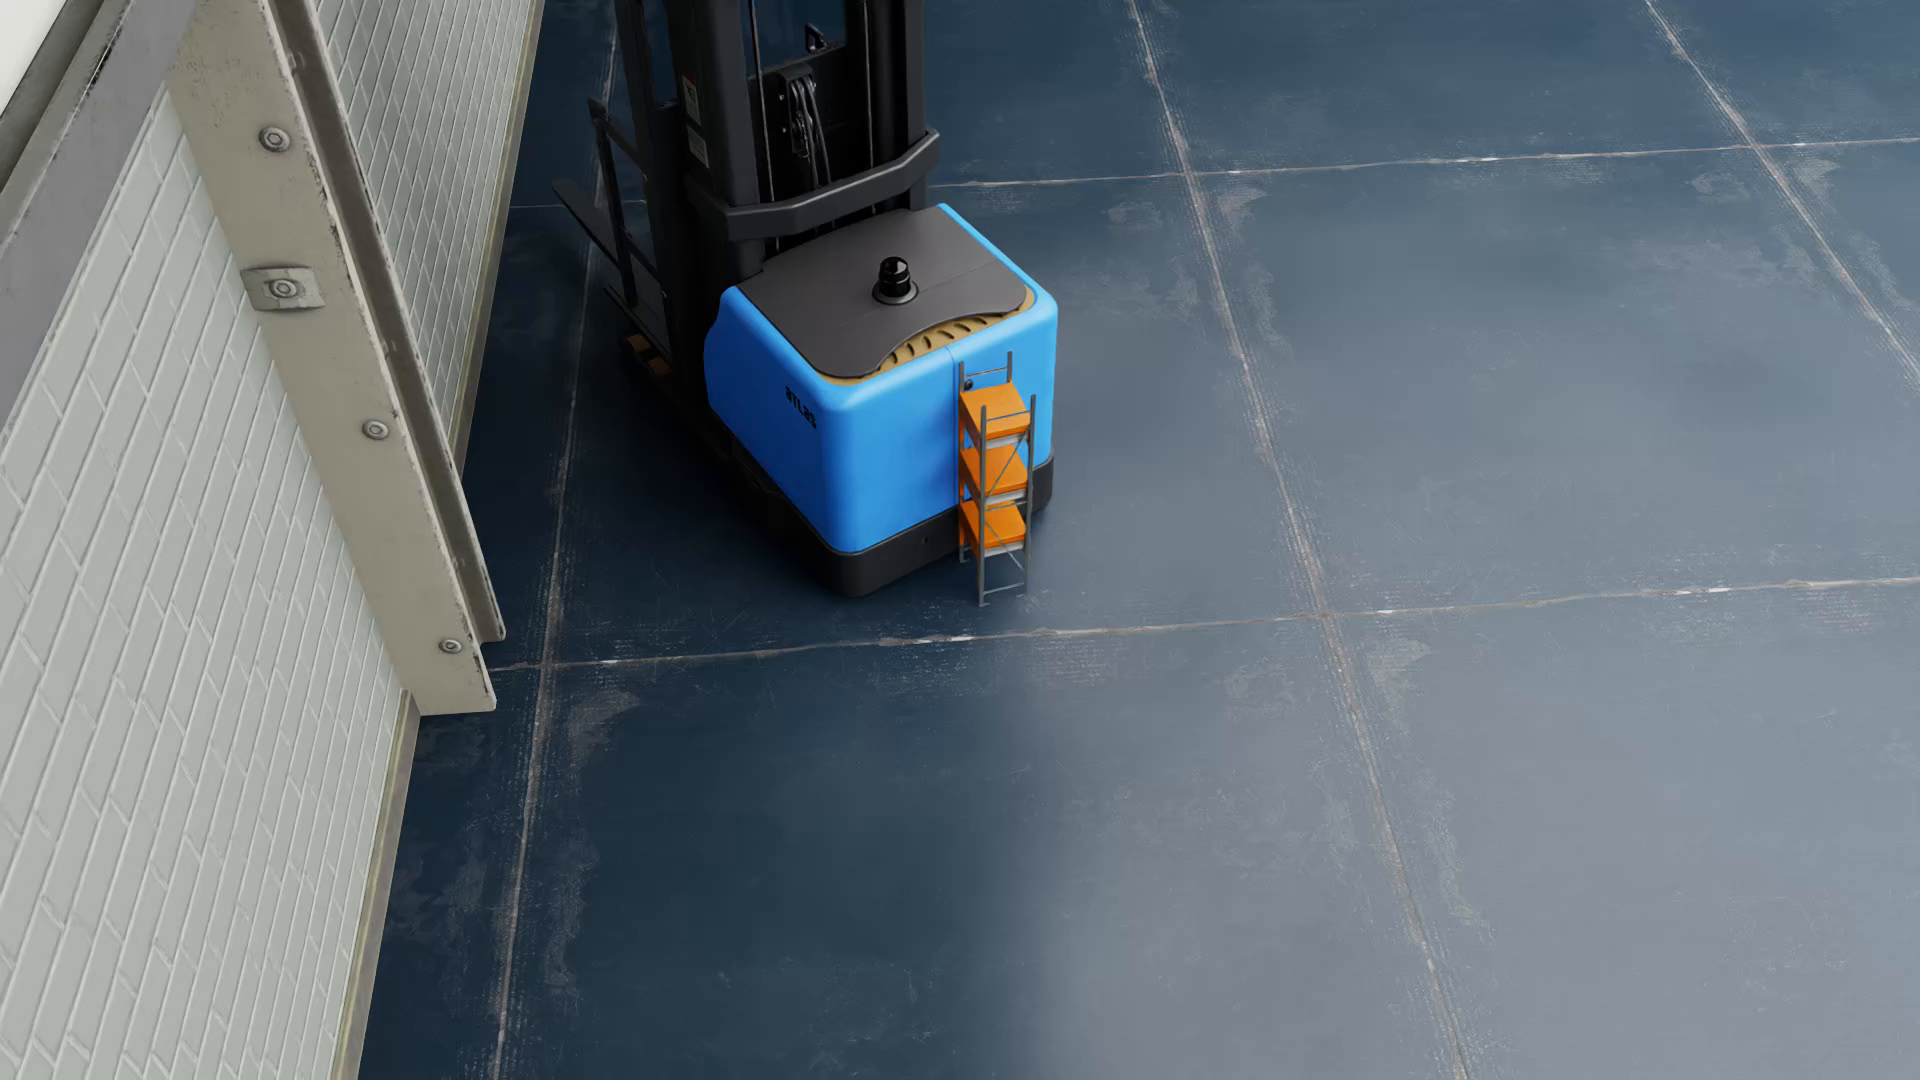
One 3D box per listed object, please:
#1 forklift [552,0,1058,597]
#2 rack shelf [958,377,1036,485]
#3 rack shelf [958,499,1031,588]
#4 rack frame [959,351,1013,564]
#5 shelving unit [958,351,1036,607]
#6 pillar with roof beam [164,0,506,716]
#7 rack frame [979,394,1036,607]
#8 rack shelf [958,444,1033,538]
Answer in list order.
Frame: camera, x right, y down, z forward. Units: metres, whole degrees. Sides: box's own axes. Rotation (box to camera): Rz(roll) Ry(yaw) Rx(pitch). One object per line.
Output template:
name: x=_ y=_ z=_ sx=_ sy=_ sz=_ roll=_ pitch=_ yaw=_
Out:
forklift: x=-0.864 y=-1.829 z=6.463 sx=1.130 sy=2.935 sz=3.031 roll=-26 pitch=52 yaw=-23
rack shelf: x=0.131 y=-0.395 z=6.025 sx=0.215 sy=0.259 sz=0.240 roll=-13 pitch=48 yaw=-12
rack shelf: x=0.131 y=-0.009 z=6.433 sx=0.215 sy=0.259 sz=0.240 roll=-13 pitch=48 yaw=-12
rack frame: x=0.093 y=-0.291 z=6.303 sx=0.200 sy=1.050 sz=0.008 roll=-13 pitch=48 yaw=-12
shelving unit: x=0.131 y=-0.207 z=6.223 sx=0.215 sy=1.050 sz=0.252 roll=-13 pitch=48 yaw=-12
pillar with roof beam: x=2.399 y=-2.859 z=3.260 sx=9.100 sy=9.000 sz=0.400 roll=-3 pitch=47 yaw=-3
rack frame: x=0.169 y=-0.123 z=6.144 sx=0.200 sy=1.050 sz=0.008 roll=-13 pitch=48 yaw=-12
rack shelf: x=0.131 y=-0.200 z=6.231 sx=0.215 sy=0.259 sz=0.240 roll=-13 pitch=48 yaw=-12
